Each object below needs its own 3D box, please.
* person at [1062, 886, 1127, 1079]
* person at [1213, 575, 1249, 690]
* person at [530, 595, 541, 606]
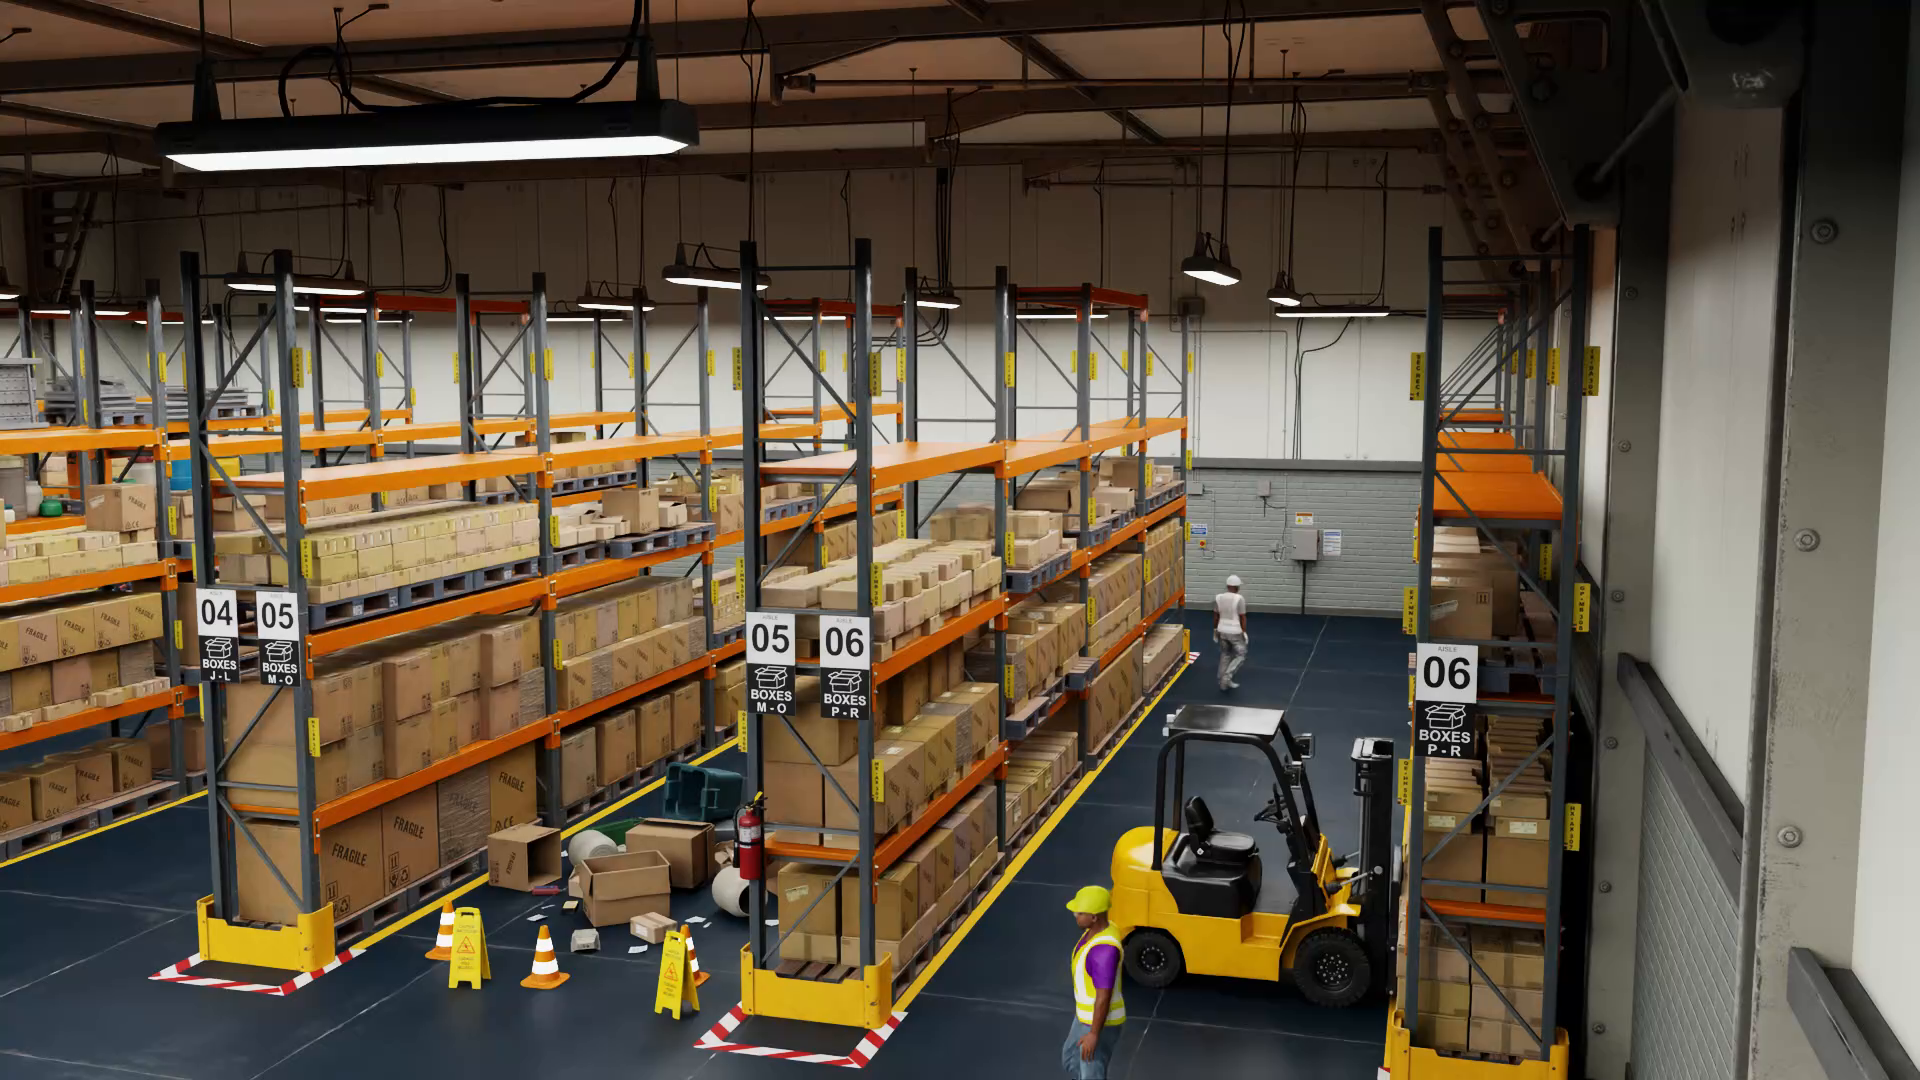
[{"bbox_3d":[0.880,3.109,10.726,0.430,1.815,0.649,0,6,1],"label":"person"},{"bbox_3d":[4.123,1.433,25.481,0.546,1.783,0.596,-6,9,-43],"label":"person"},{"bbox_3d":[-6.078,1.607,23.855,0.674,1.724,1.034,2,7,18],"label":"person"}]
